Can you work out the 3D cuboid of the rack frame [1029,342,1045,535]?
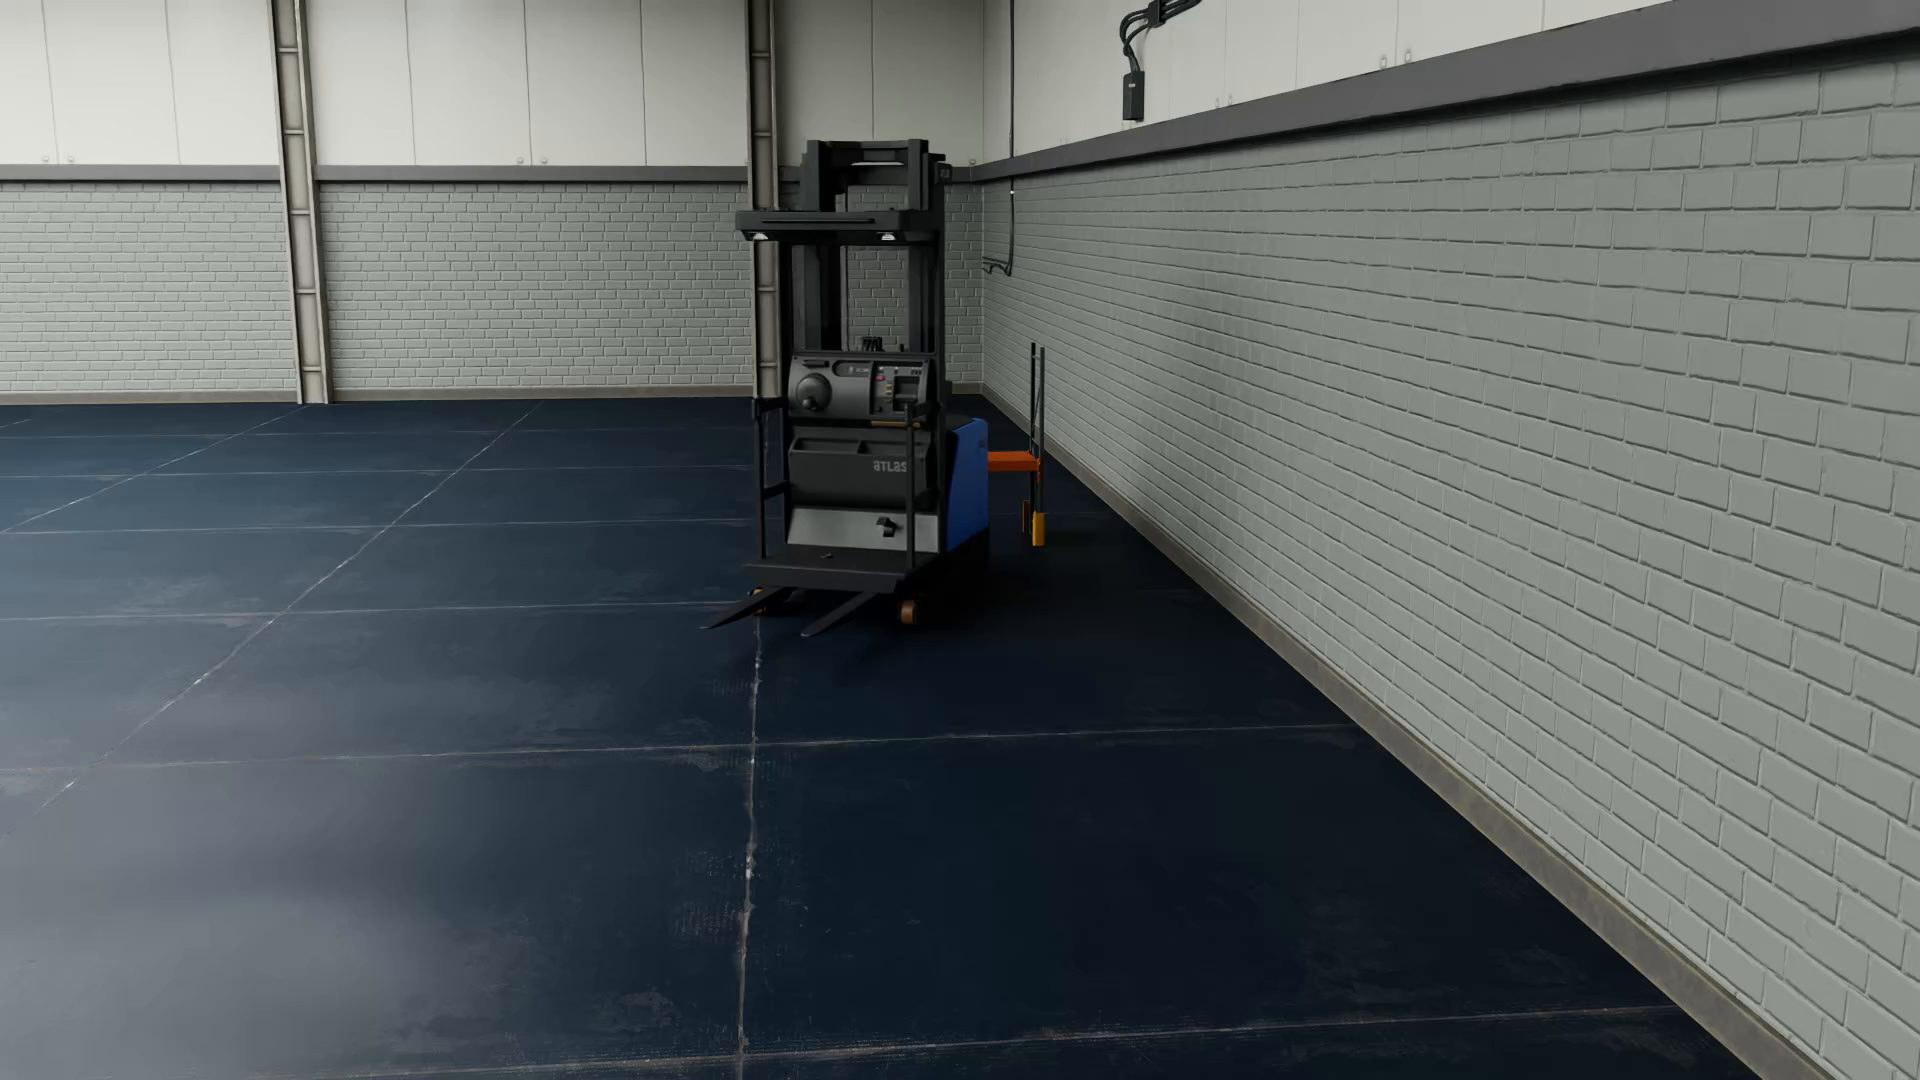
[{"bbox_3d":[0.590,-0.748,12.786,0.032,1.500,0.500,-1,11,-6],"label":"rack frame"}]

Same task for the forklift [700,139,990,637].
[{"bbox_3d":[-0.699,-0.996,10.335,1.130,2.935,3.031,3,12,16],"label":"forklift"}]

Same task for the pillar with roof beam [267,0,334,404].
[{"bbox_3d":[-8.139,-5.429,17.156,0.400,9.000,9.100,-1,11,-6],"label":"pillar with roof beam"}]

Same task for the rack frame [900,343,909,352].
[{"bbox_3d":[-0.421,-0.727,12.679,0.032,1.500,0.500,-1,11,-6],"label":"rack frame"}]

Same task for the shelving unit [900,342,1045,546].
[{"bbox_3d":[0.076,-0.738,12.731,1.083,1.500,0.587,-1,11,-6],"label":"shelving unit"}]

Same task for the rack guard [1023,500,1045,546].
[{"bbox_3d":[0.571,-0.135,12.905,0.087,0.250,0.587,-1,11,-6],"label":"rack guard"}]

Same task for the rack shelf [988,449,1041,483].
[{"bbox_3d":[0.085,-0.561,12.767,1.000,0.185,0.538,-1,11,-6],"label":"rack shelf"}]

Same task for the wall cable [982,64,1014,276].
[{"bbox_3d":[0.432,-4.664,21.313,0.112,2.526,3.097,-1,11,-6],"label":"wall cable"}]

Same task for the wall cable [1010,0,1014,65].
[{"bbox_3d":[0.724,-6.623,18.187,0.112,2.526,3.097,-1,11,-6],"label":"wall cable"}]

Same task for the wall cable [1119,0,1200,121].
[{"bbox_3d":[1.442,-6.035,11.423,0.169,6.003,2.305,-1,11,-6],"label":"wall cable"}]

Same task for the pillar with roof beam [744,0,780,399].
[{"bbox_3d":[-2.174,-5.554,17.792,0.400,9.000,9.100,-1,11,-6],"label":"pillar with roof beam"}]
